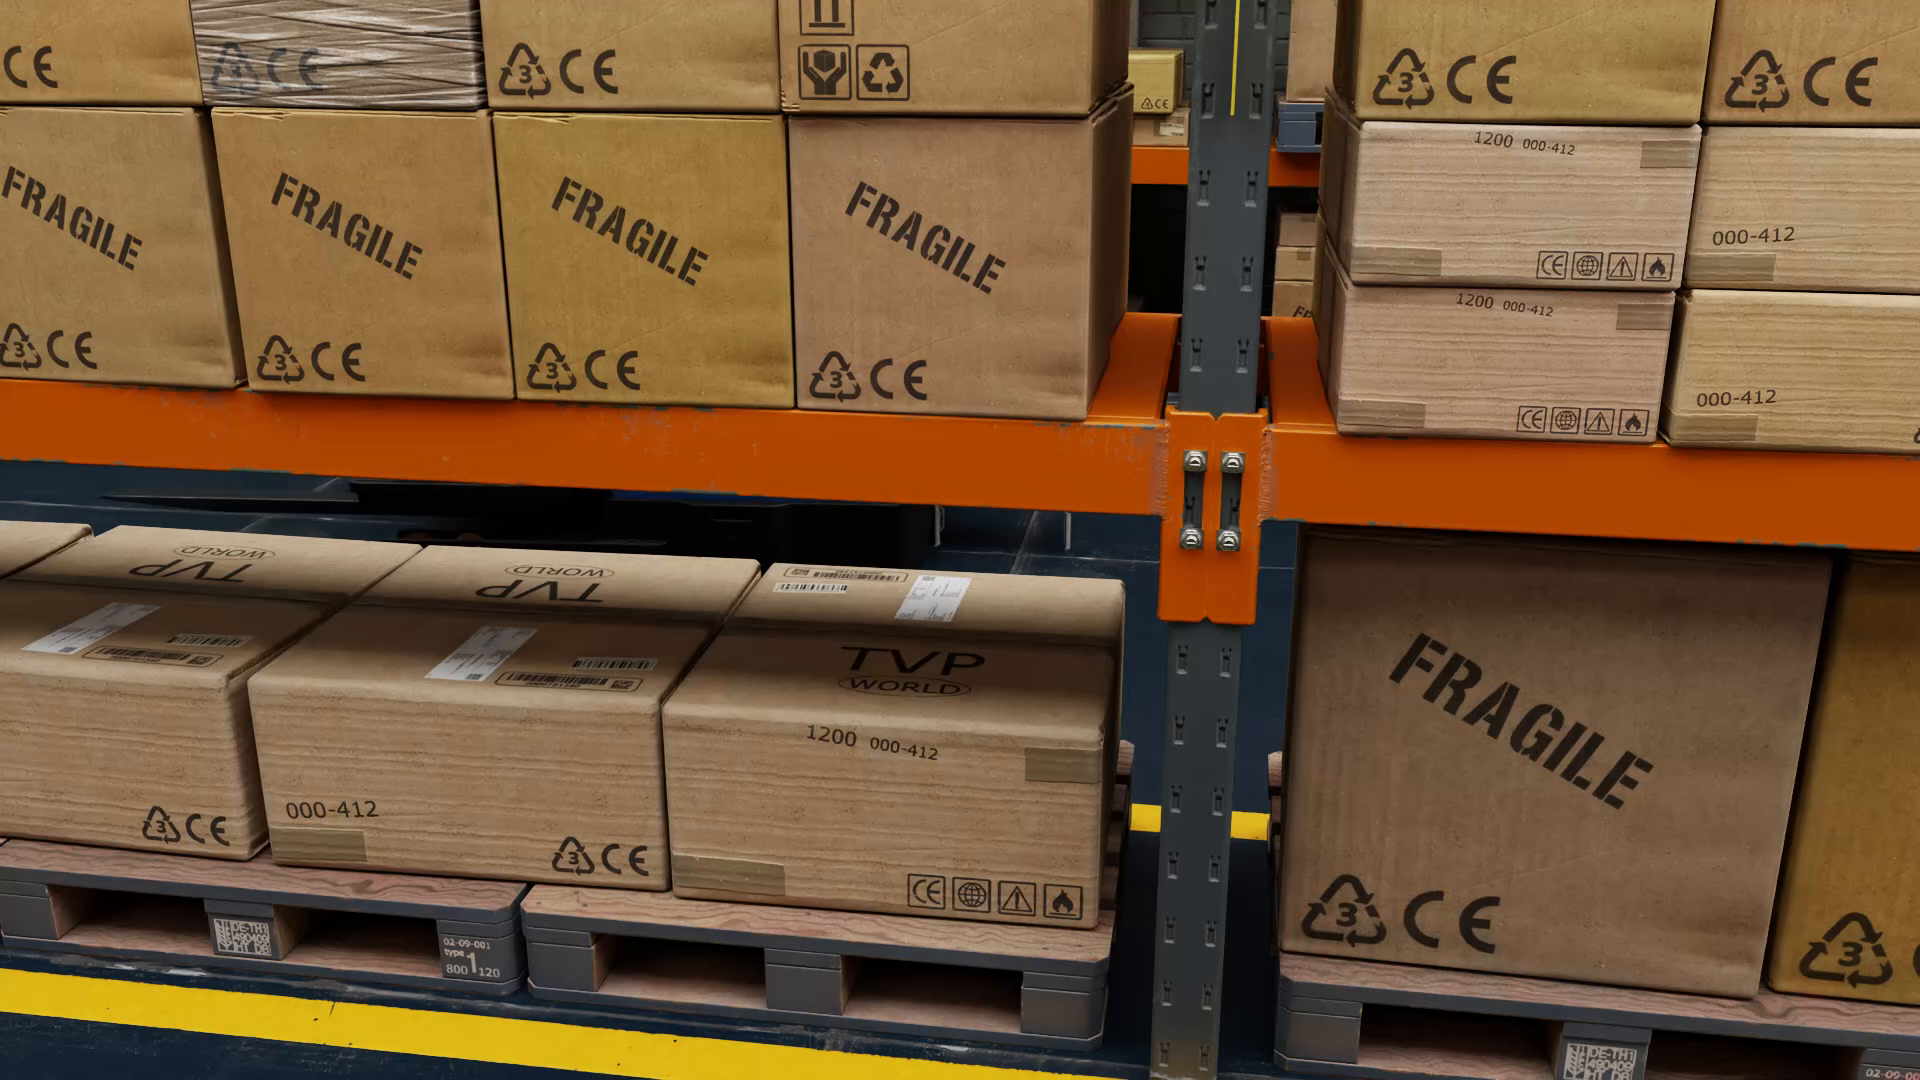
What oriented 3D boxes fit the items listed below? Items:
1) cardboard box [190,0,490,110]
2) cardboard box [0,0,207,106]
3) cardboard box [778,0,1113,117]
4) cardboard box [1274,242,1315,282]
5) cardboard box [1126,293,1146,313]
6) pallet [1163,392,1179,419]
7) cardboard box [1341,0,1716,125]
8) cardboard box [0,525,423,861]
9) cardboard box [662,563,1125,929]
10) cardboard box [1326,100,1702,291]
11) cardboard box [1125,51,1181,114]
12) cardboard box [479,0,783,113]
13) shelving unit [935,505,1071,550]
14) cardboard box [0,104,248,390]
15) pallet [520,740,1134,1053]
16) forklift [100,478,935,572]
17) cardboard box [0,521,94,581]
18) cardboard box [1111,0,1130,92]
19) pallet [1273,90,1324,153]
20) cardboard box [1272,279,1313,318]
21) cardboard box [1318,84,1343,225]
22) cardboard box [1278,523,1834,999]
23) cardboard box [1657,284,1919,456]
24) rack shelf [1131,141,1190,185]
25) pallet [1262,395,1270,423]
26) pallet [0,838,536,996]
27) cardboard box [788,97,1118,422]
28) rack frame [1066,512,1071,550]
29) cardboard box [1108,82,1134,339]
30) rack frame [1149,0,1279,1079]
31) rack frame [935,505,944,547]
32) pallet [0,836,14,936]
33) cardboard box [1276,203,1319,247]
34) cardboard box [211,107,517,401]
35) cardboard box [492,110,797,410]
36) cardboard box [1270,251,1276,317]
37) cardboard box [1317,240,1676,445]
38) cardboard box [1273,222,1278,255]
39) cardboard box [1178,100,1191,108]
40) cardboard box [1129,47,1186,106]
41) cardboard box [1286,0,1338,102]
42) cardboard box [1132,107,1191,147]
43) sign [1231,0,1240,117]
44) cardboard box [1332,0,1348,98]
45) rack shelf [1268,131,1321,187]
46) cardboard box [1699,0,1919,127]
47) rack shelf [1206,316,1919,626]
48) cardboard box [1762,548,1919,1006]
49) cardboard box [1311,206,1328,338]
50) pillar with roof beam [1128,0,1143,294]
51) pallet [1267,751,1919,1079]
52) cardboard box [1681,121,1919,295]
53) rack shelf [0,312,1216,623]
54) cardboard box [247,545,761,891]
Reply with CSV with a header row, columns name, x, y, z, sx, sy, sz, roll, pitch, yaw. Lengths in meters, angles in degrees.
name,x,y,z,sx,sy,sz,roll,pitch,yaw
cardboard box,-1.009,-1.043,2.961,0.500,0.500,0.500,3,19,9
cardboard box,-1.503,-1.071,3.044,0.500,0.500,0.500,3,19,9
cardboard box,-0.005,-0.993,2.809,0.500,0.500,0.500,3,19,8
cardboard box,1.600,-1.309,7.743,0.250,0.149,0.380,4,19,11
cardboard box,0.673,-1.120,8.500,0.500,0.311,0.500,4,19,11
pallet,0.610,-0.801,8.366,1.213,0.211,1.003,3,19,9
cardboard box,0.894,-0.943,2.661,0.500,0.500,0.500,3,19,9
cardboard box,-1.872,0.326,3.977,0.875,0.438,0.875,3,19,10
cardboard box,-0.098,0.417,3.706,0.875,0.438,0.875,3,19,8
cardboard box,0.894,-0.589,2.786,0.500,0.250,0.500,2,19,7
cardboard box,0.747,-2.108,7.644,0.500,0.250,0.500,3,19,10
cardboard box,-0.505,-1.021,2.893,0.500,0.500,0.500,3,19,8
shelving unit,0.166,-0.575,6.132,0.503,1.200,0.258,1,19,4
cardboard box,-1.516,-0.601,3.213,0.500,0.500,0.500,4,19,10
pallet,-0.234,0.726,3.801,1.213,0.211,1.003,3,19,9
forklift,-1.615,-1.411,5.900,3.031,2.935,1.130,1,19,4
cardboard box,-2.777,0.283,4.107,0.875,0.438,0.875,2,19,7
cardboard box,0.073,-1.155,3.295,0.500,0.500,0.500,3,19,9
pallet,2.060,-1.924,7.628,1.213,0.211,1.003,3,19,9
cardboard box,1.730,-1.008,7.866,0.500,0.500,0.500,4,19,11
cardboard box,0.979,-0.754,3.277,0.500,0.250,0.500,3,19,9
cardboard box,1.130,0.281,3.423,0.875,0.875,0.875,4,19,10
cardboard box,1.408,-0.332,2.805,0.500,0.250,0.500,2,19,7
rack shelf,-0.686,-1.849,8.234,4.000,0.370,1.077,3,19,9
pallet,2.097,-0.738,8.175,1.213,0.211,1.003,3,19,9
pallet,-1.442,0.665,3.983,1.213,0.211,1.003,3,19,9
cardboard box,0.006,-0.525,2.986,0.500,0.500,0.500,3,19,9
rack frame,0.410,-0.570,6.115,0.015,1.200,0.240,1,19,4
cardboard box,0.083,-0.687,3.471,0.500,0.500,0.500,4,19,10
rack frame,0.505,-0.534,3.171,0.127,3.000,1.000,3,19,9
rack frame,-0.077,-0.581,6.148,0.015,1.200,0.240,1,19,4
pallet,-2.643,0.603,4.168,1.213,0.211,1.003,3,19,9
cardboard box,1.610,-1.469,7.753,0.250,0.149,0.380,3,19,8
cardboard box,-1.001,-0.569,3.120,0.500,0.500,0.500,3,19,8
cardboard box,-0.503,-0.549,3.058,0.500,0.500,0.500,2,19,7
cardboard box,1.820,-1.171,8.353,0.500,0.500,0.500,3,19,8
cardboard box,0.897,-0.358,2.882,0.500,0.250,0.500,2,19,7
cardboard box,1.697,-1.482,8.261,0.250,0.149,0.380,2,19,6
cardboard box,1.000,-2.073,8.166,0.250,0.149,0.380,3,19,9
cardboard box,0.842,-2.269,8.123,0.500,0.250,0.500,3,19,8
cardboard box,1.730,-2.241,7.455,0.500,0.500,0.700,3,19,10
cardboard box,0.933,-1.907,7.671,0.250,0.149,0.380,3,19,9
sign,0.418,-0.808,2.502,0.005,0.325,0.100,3,19,9
cardboard box,0.986,-1.112,3.165,0.500,0.500,0.500,4,19,10
rack shelf,3.263,-1.647,7.633,4.000,0.370,1.077,3,19,9
cardboard box,1.400,-0.926,2.611,0.500,0.500,0.500,3,19,8
rack shelf,2.479,-0.092,2.985,4.000,0.370,1.077,3,19,9
cardboard box,2.023,0.324,3.295,0.875,0.875,0.875,3,19,10
cardboard box,0.988,-0.519,3.364,0.500,0.250,0.500,2,19,7
pillar with roof beam,0.061,-3.903,3.785,0.400,9.000,9.100,3,19,9
pallet,1.278,0.804,3.568,1.213,0.211,1.003,3,19,9
cardboard box,1.414,-0.572,2.733,0.500,0.250,0.500,3,19,10
rack shelf,-1.470,-0.293,3.586,4.000,0.370,1.077,3,19,9
cardboard box,-0.982,0.372,3.840,0.875,0.438,0.875,2,19,7
